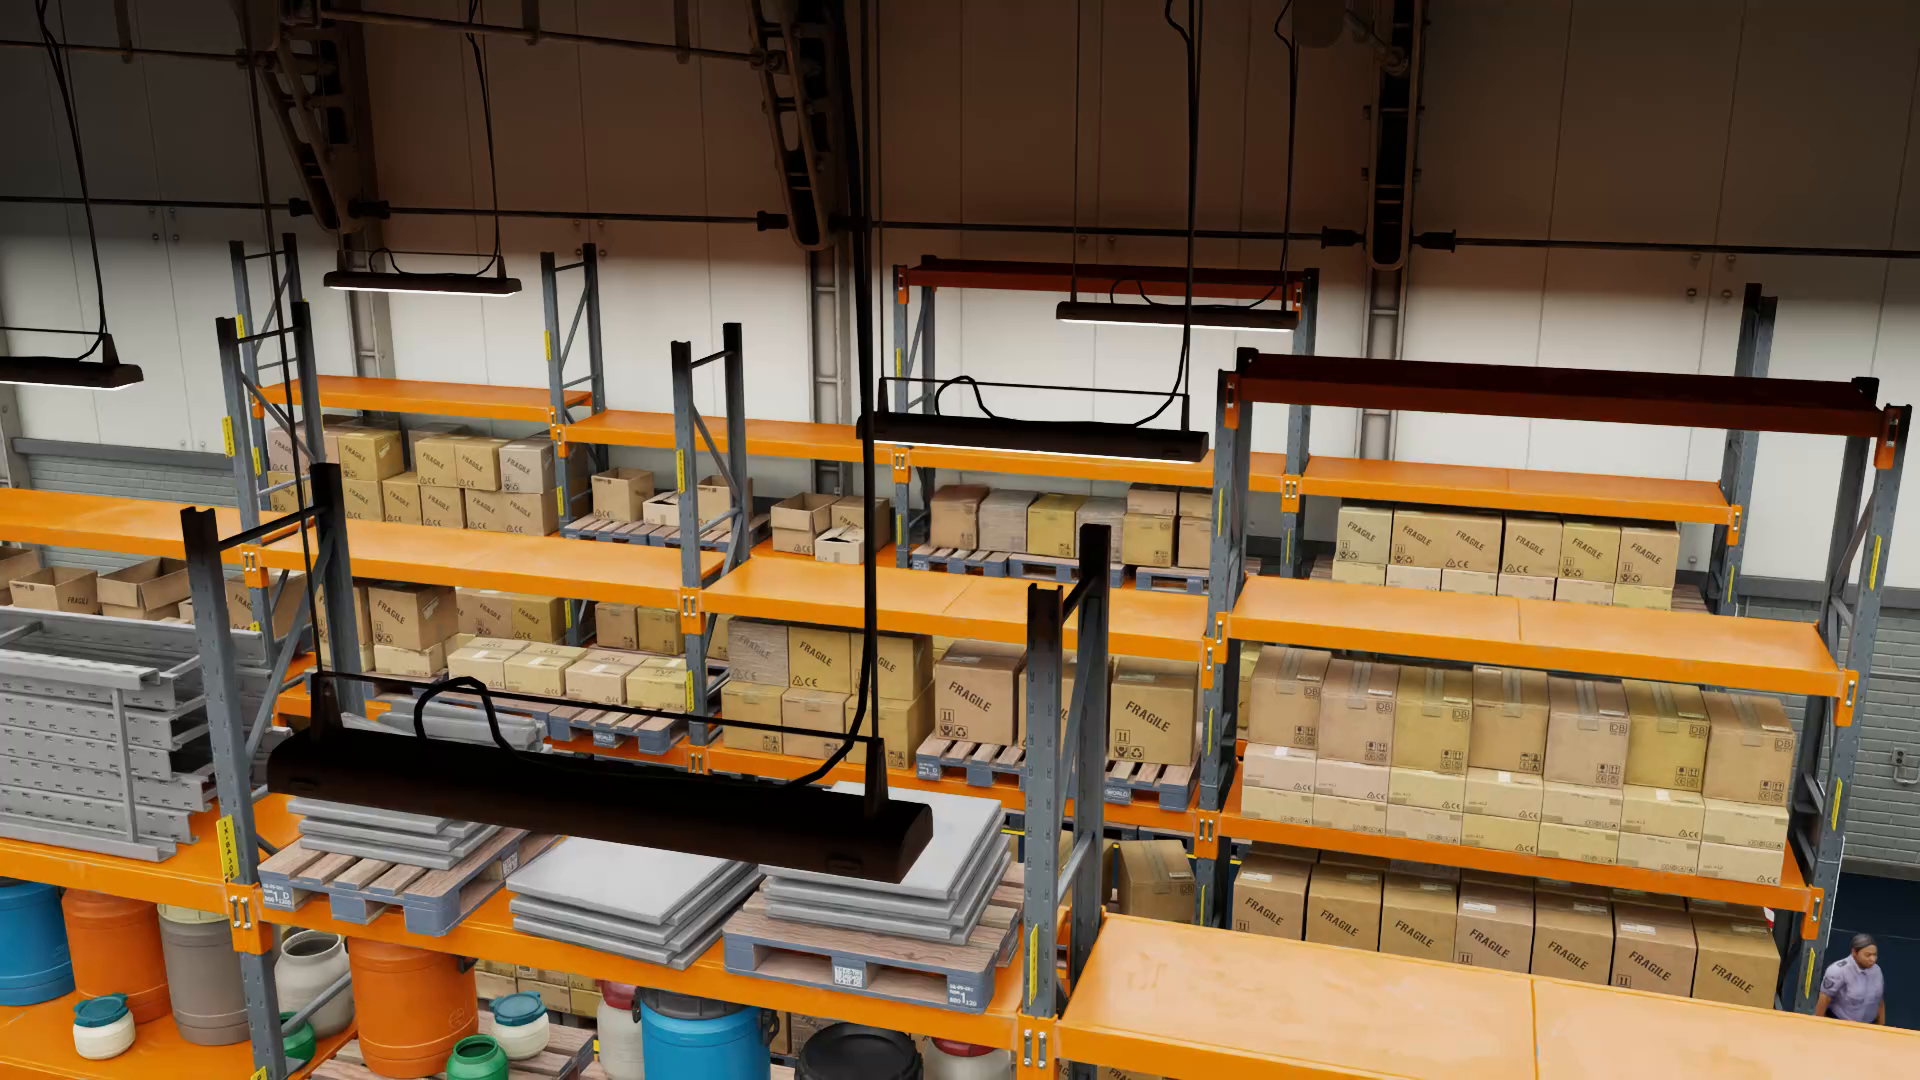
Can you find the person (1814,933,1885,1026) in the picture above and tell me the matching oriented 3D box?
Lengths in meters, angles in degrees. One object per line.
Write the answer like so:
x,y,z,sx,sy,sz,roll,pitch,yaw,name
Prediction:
6.798,3.756,12.741,0.542,1.652,0.496,-5,17,-18,person
